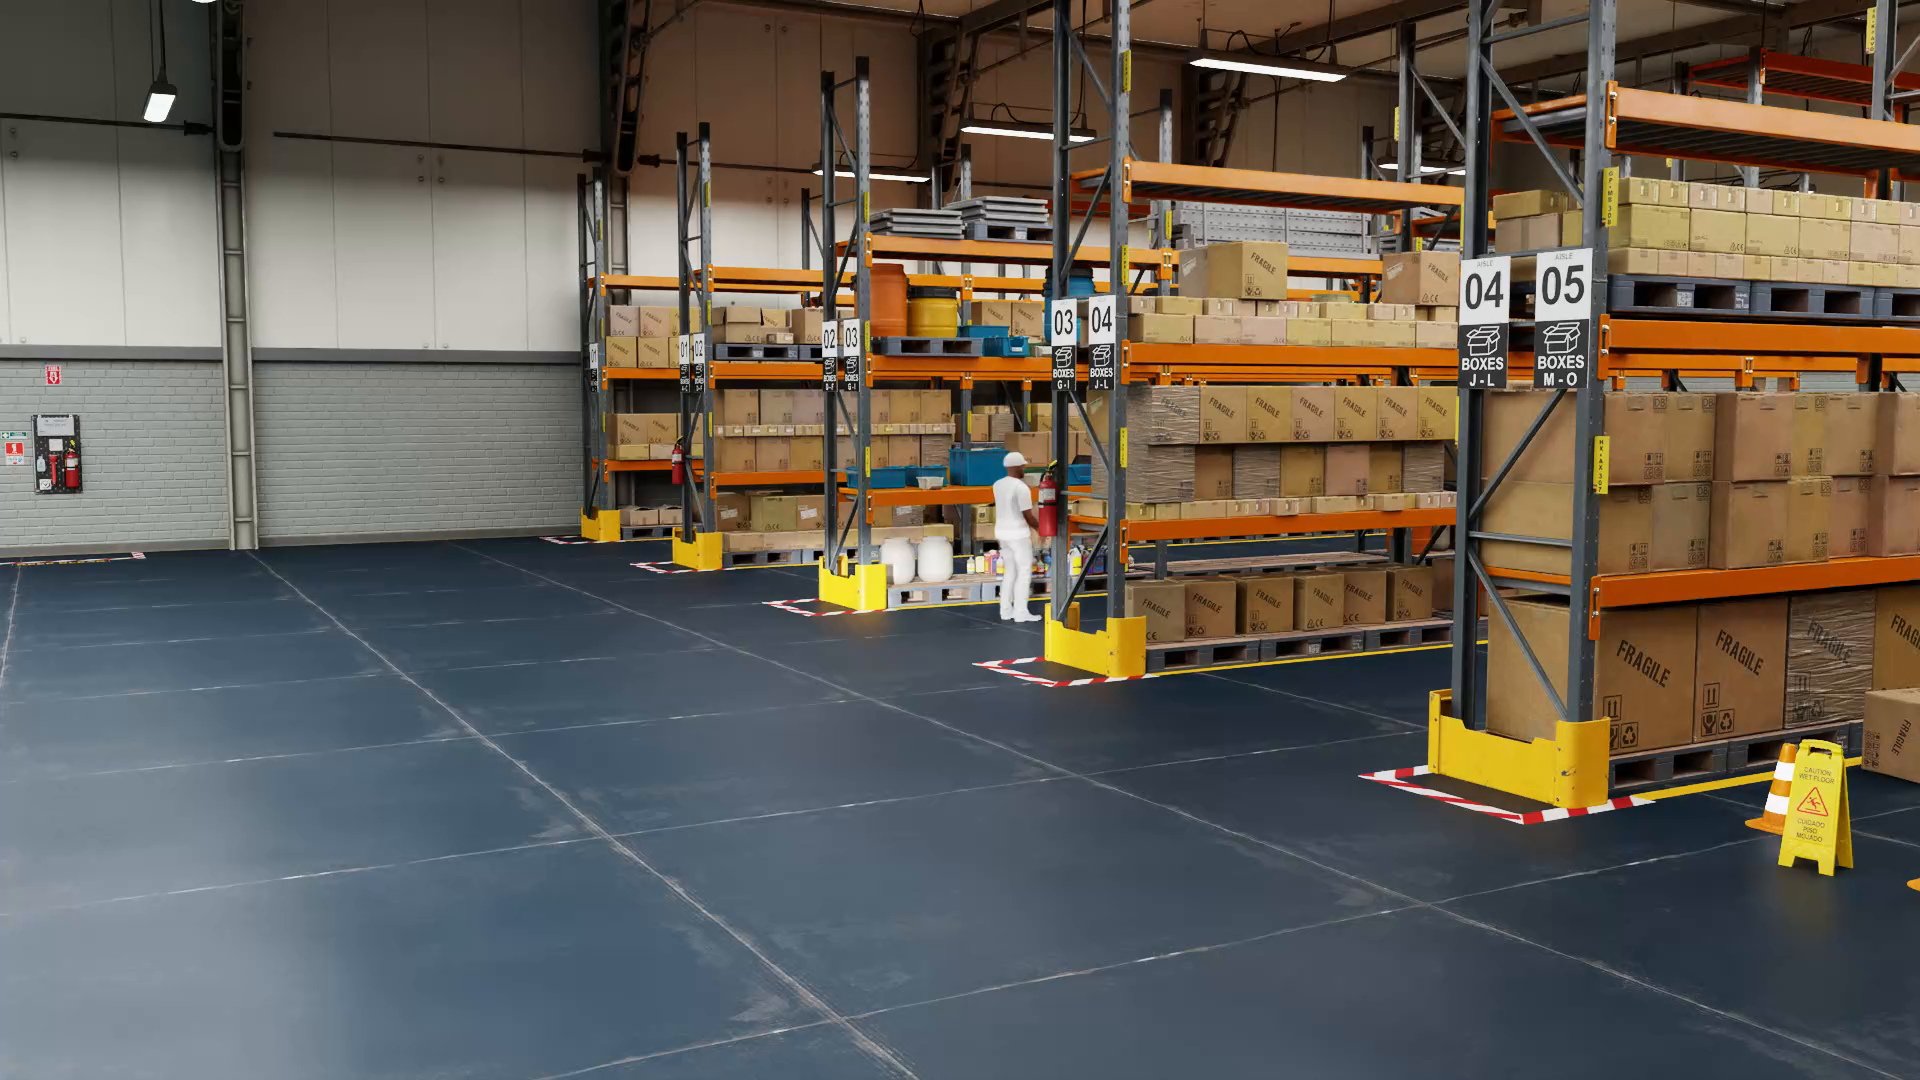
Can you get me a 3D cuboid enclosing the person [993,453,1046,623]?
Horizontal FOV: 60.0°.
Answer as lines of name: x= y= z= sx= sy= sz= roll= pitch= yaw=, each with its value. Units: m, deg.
person: x=0.630 y=-0.036 z=17.525 sx=0.509 sy=1.768 sz=0.562 roll=-3 pitch=6 yaw=-29
